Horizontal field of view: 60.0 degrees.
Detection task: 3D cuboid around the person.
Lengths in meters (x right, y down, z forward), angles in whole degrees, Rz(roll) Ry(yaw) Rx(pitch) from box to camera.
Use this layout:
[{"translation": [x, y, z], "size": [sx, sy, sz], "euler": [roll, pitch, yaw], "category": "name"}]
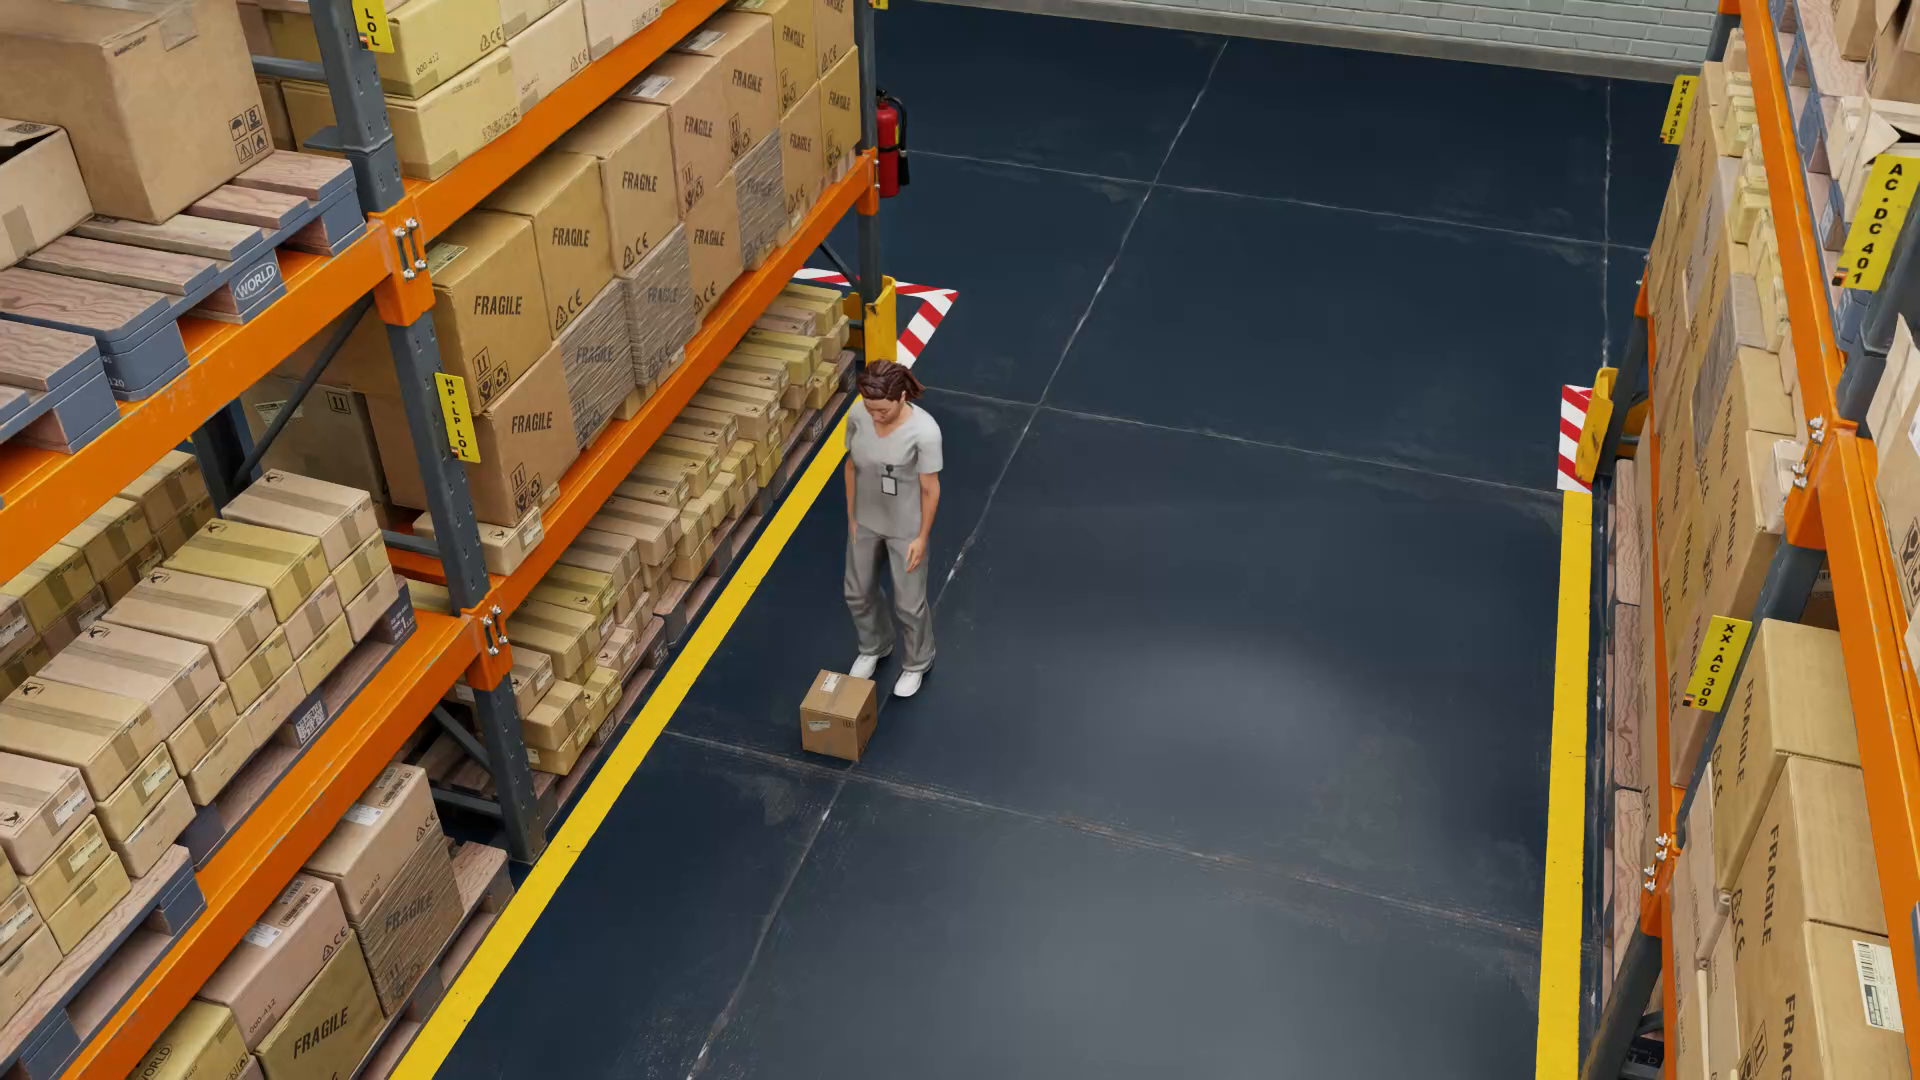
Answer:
[{"translation": [-0.278, -0.066, 7.000], "size": [0.451, 1.657, 0.344], "euler": [18, 41, 22], "category": "person"}]
